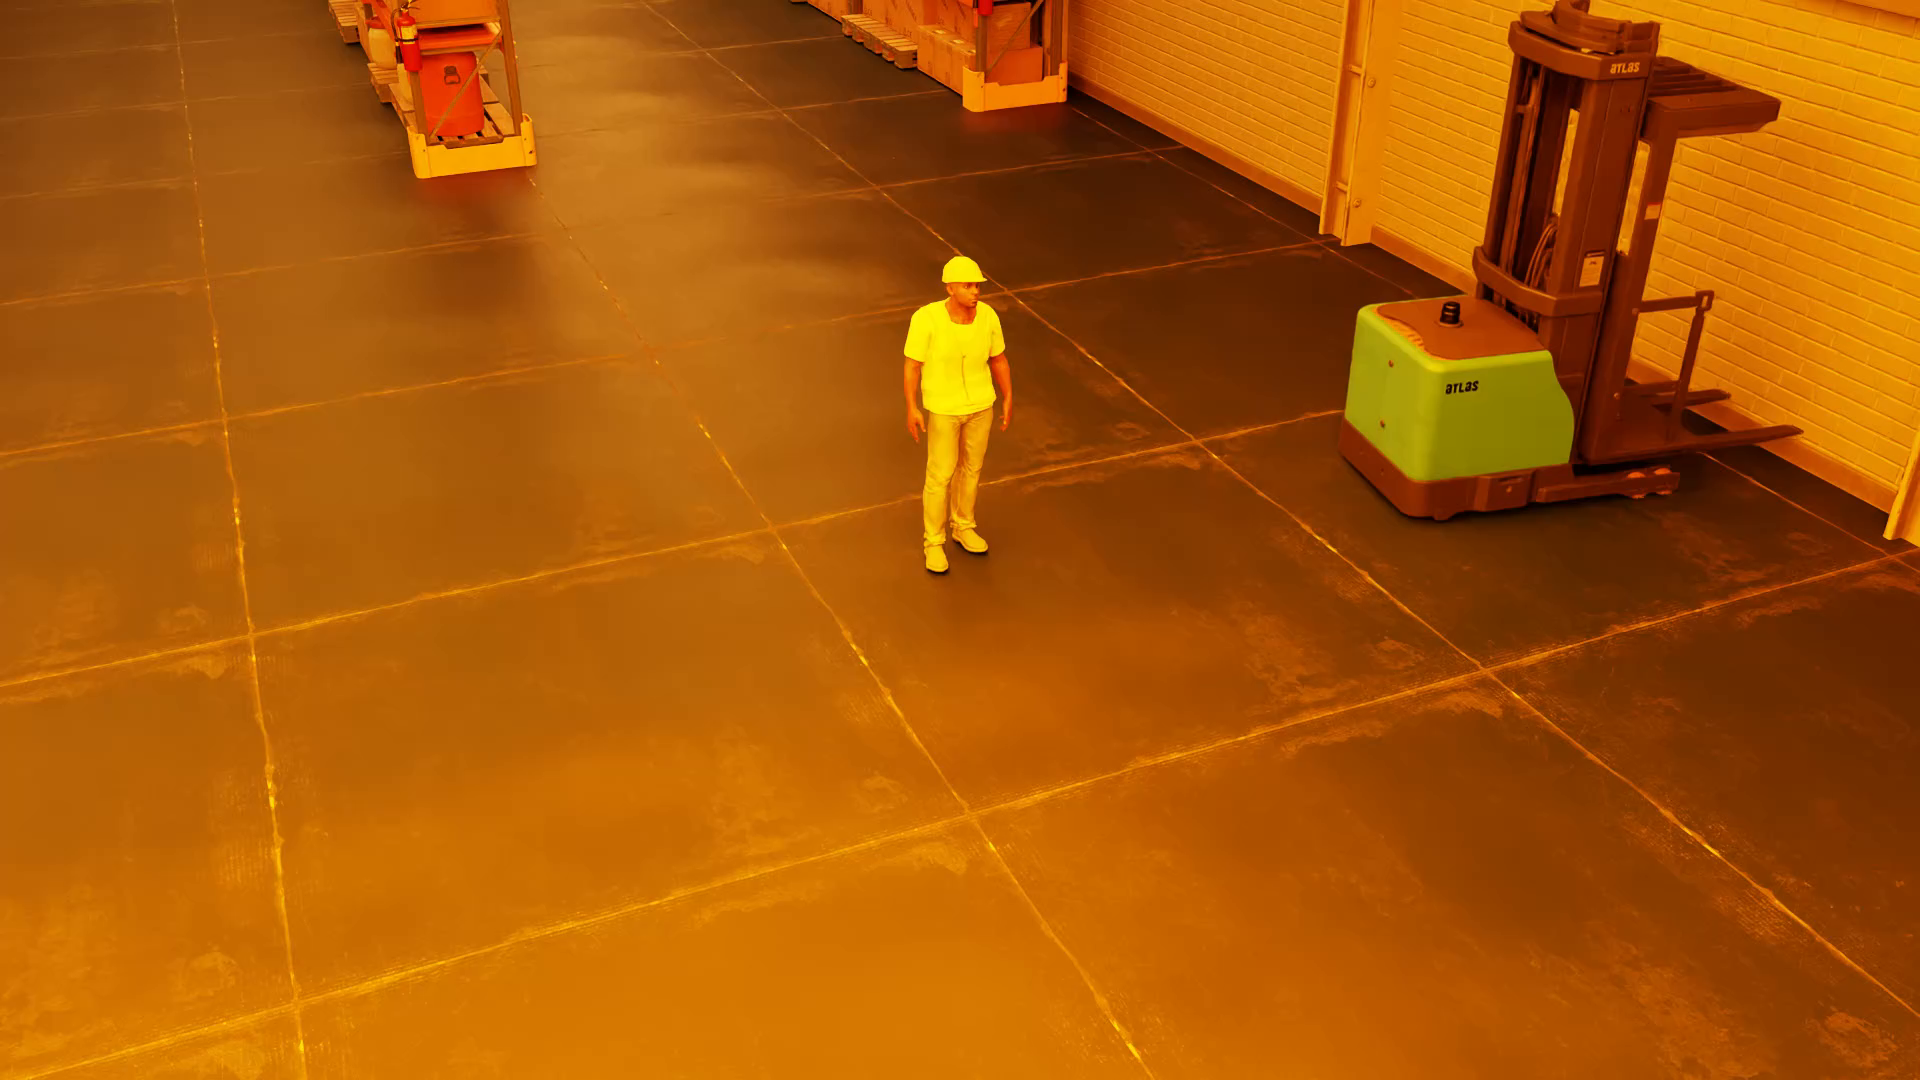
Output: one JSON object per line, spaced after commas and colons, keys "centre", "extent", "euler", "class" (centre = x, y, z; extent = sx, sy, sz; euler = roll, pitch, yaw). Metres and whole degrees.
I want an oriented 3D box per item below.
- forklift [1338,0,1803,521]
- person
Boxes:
{"centre": [4.069, -1.780, 10.234], "extent": [3.031, 2.935, 1.130], "euler": [-7, 31, -13], "class": "forklift"}
{"centre": [0.023, -0.740, 9.573], "extent": [0.665, 1.768, 0.575], "euler": [-12, 32, -20], "class": "person"}
